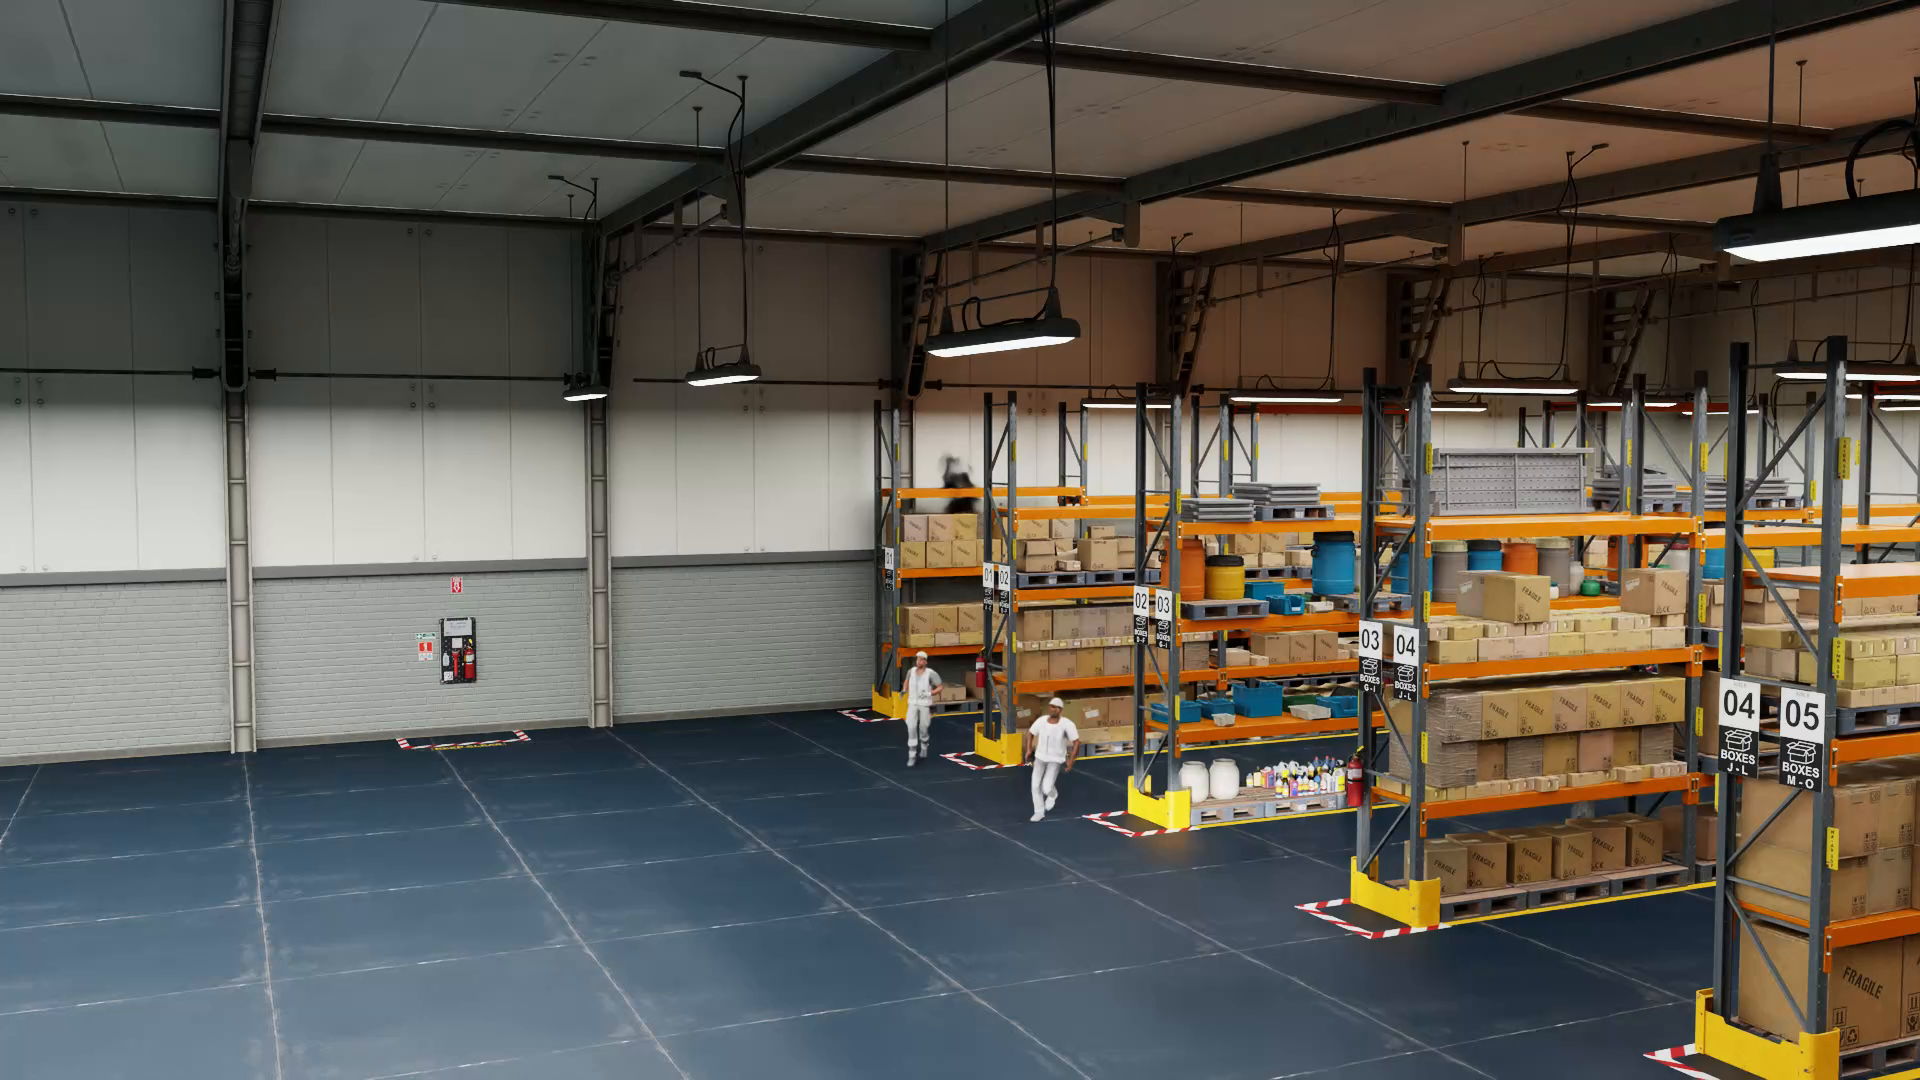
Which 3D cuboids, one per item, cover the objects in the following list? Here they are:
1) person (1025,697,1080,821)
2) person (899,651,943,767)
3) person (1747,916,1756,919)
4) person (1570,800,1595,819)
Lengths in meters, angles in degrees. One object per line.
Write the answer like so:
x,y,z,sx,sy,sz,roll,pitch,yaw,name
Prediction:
1.236,2.993,22.751,0.756,1.696,0.548,2,4,26,person
-0.624,2.709,26.867,0.704,1.832,0.867,1,3,17,person
7.914,3.394,16.067,0.613,1.635,0.560,-2,4,-28,person
8.409,3.003,22.590,0.616,1.660,0.593,-2,4,-36,person
